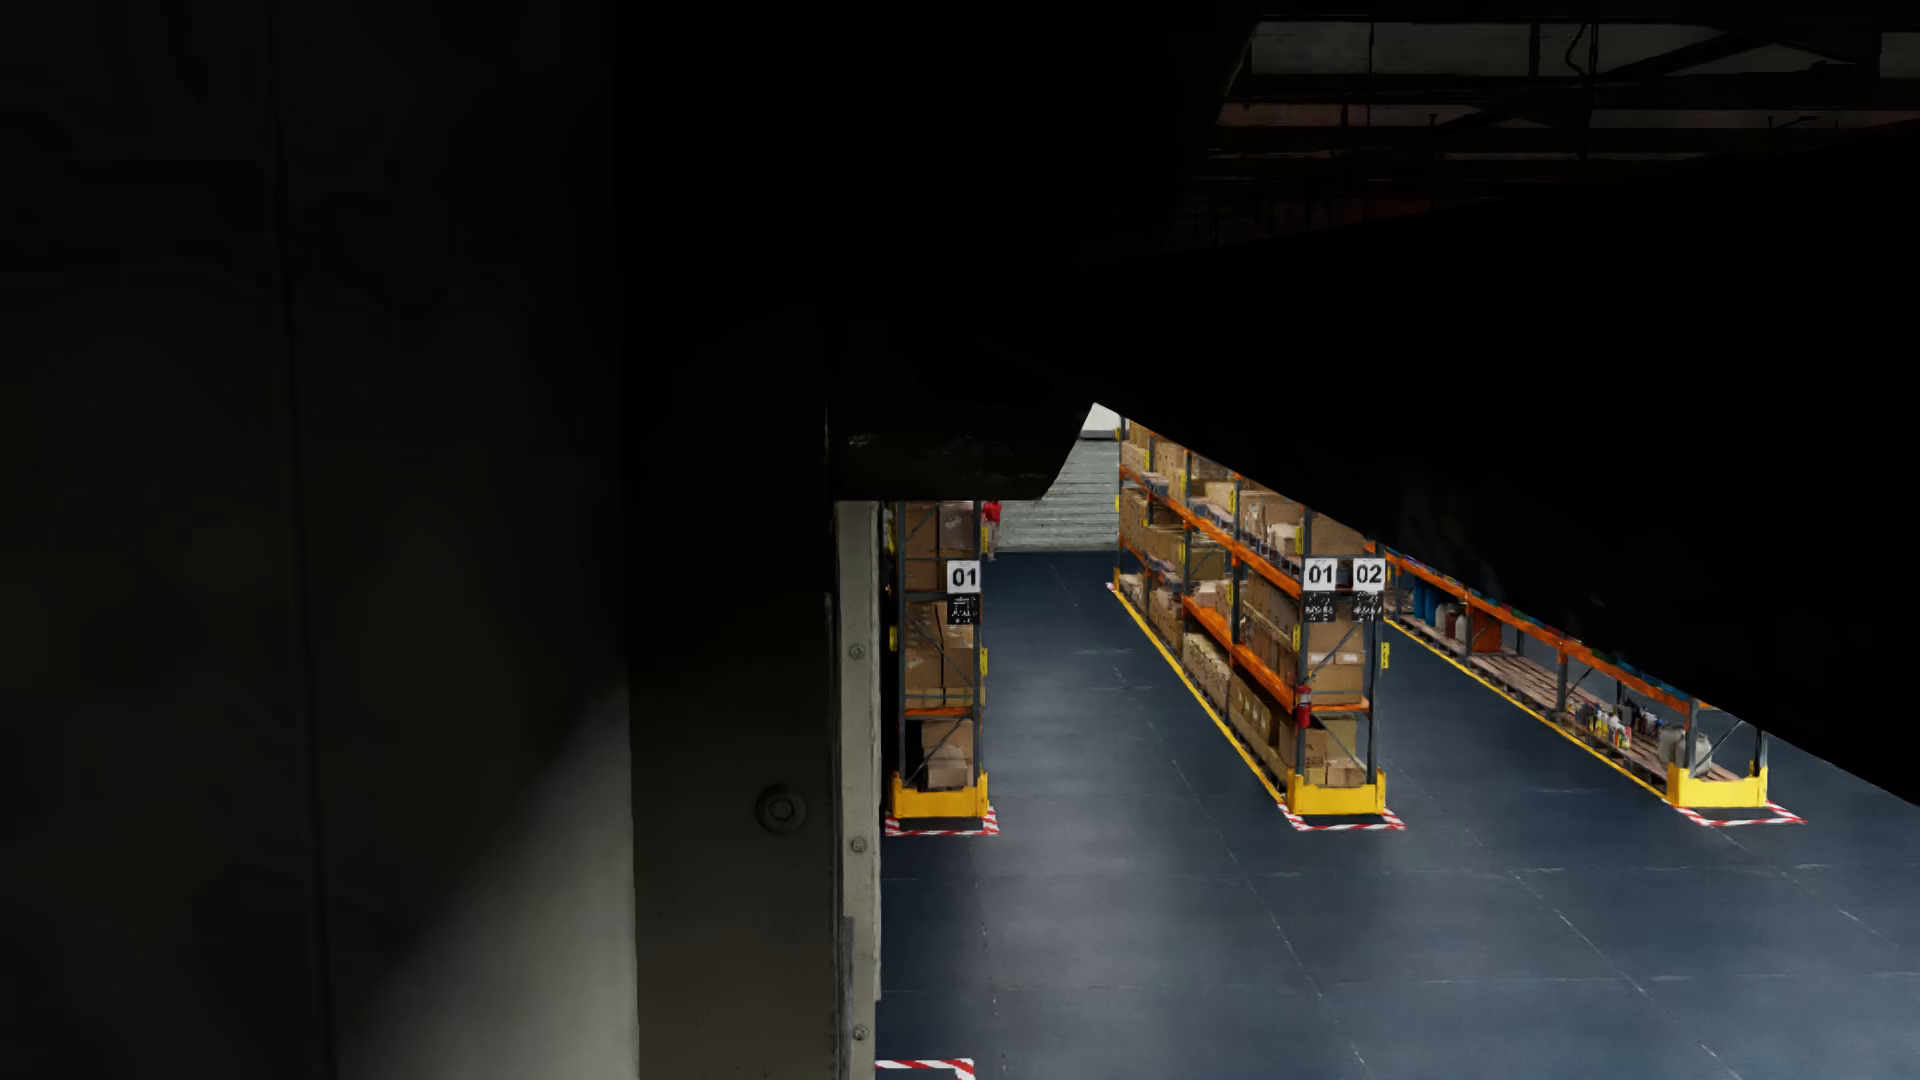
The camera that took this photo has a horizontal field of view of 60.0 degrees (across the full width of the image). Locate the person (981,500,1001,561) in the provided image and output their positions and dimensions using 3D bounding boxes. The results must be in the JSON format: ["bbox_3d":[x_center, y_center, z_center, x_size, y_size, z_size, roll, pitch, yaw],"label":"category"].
[{"bbox_3d":[0.706,-0.352,40.575,0.596,1.715,0.561,-7,11,-38],"label":"person"}]
